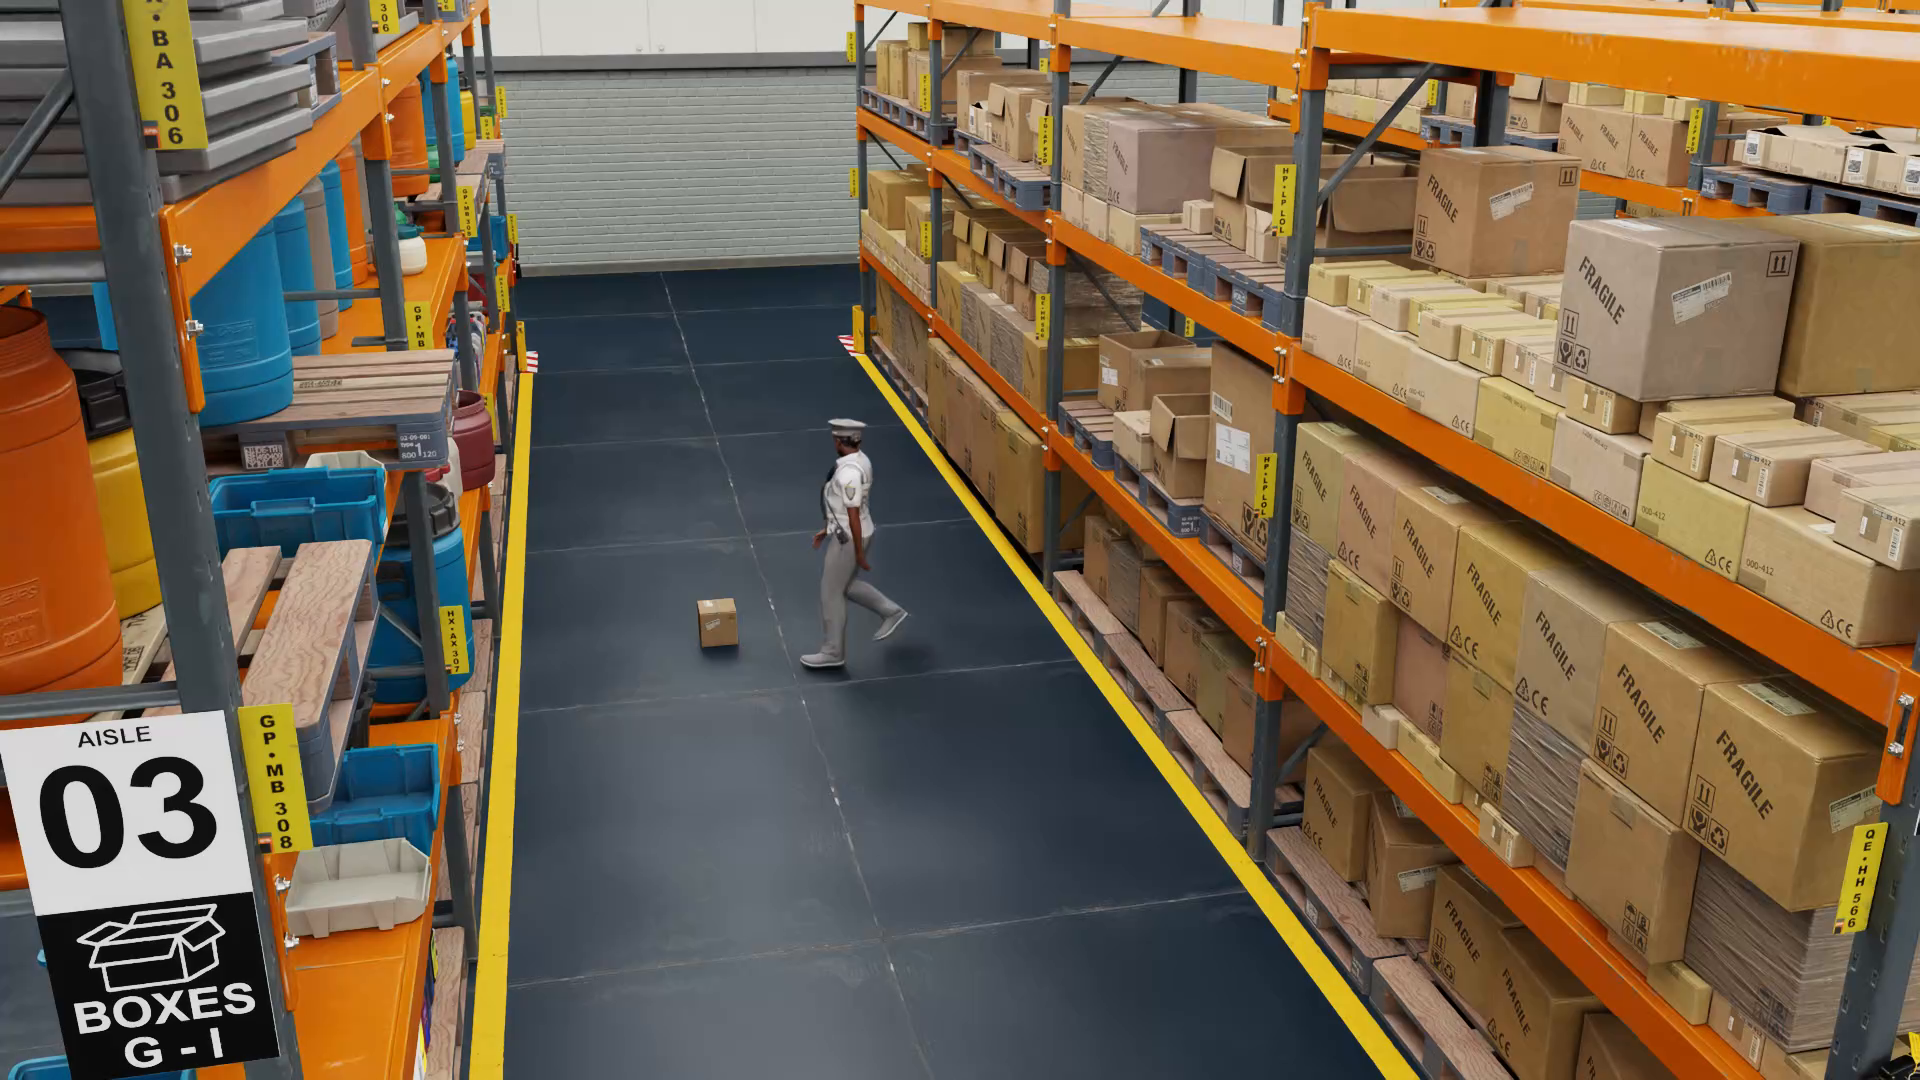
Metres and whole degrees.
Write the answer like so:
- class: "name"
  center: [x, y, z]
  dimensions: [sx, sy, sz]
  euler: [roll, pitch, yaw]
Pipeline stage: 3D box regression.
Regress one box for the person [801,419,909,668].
- class: "person"
  center: [-0.709, 0.010, 11.047]
  dimensions: [0.686, 1.631, 0.519]
  euler: [2, 20, 5]
